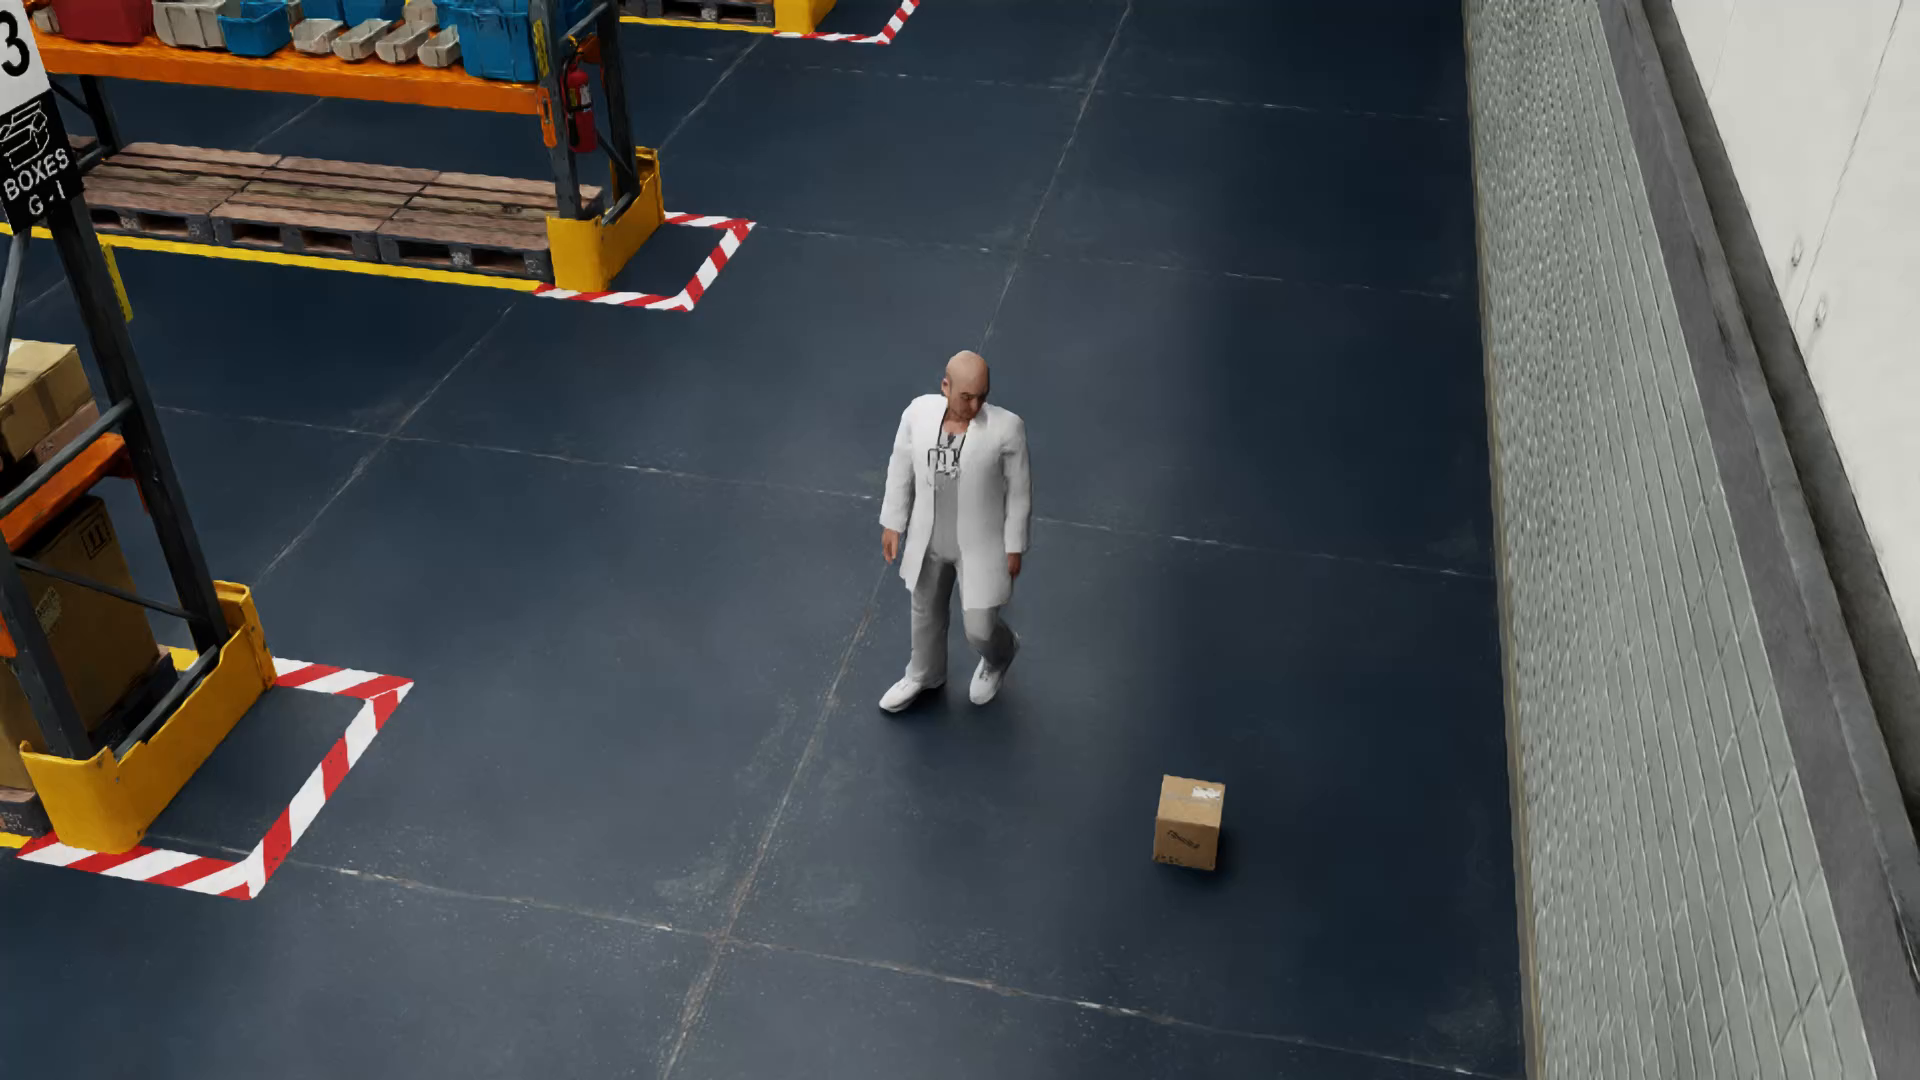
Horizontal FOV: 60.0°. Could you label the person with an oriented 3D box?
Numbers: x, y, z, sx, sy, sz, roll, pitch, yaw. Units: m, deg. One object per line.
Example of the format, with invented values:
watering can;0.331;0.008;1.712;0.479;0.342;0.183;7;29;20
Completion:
person;-0.007;-0.027;6.987;0.644;1.780;0.546;16;39;21
